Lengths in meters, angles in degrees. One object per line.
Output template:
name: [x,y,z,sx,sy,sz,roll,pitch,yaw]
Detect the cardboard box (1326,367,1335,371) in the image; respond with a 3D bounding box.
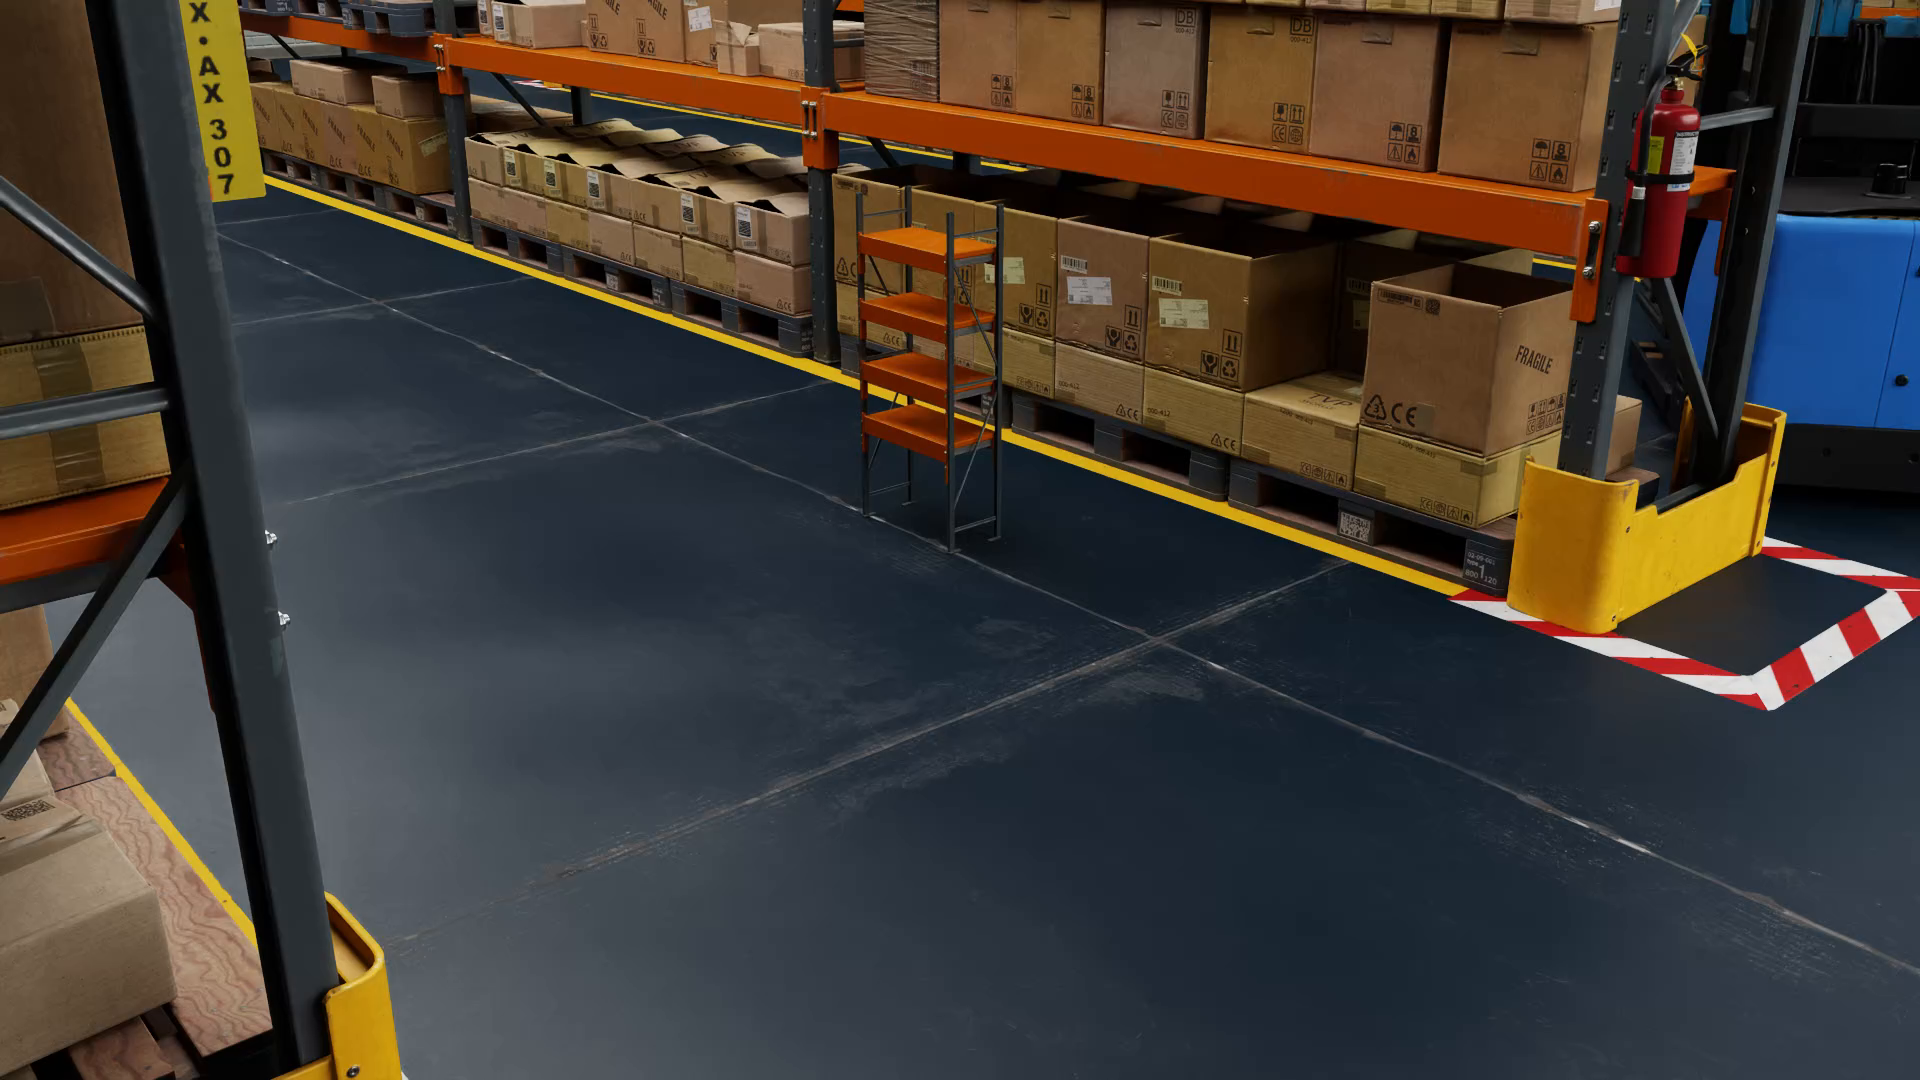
cardboard box: [1.465,-0.675,6.789,0.500,0.250,0.500,-17,27,-37]

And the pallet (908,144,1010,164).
pallet: [0.289,-3.581,14.837,1.003,0.211,1.213,-17,27,-37]

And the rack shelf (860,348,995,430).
rack shelf: [-0.108,-0.542,5.907,0.258,0.148,0.480,-17,27,-37]

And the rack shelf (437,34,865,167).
rack shelf: [-1.615,-2.606,9.510,1.077,0.370,4.000,-17,27,-37]

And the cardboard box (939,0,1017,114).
cardboard box: [0.334,-2.169,7.273,0.700,0.500,0.500,-18,28,-38]

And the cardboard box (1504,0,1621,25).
cardboard box: [1.908,-1.692,5.164,0.380,0.149,0.250,-18,28,-38]

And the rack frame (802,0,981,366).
rack frame: [-0.309,-2.388,7.968,1.000,3.000,0.127,-17,27,-37]

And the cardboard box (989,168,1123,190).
cardboard box: [0.477,-1.436,7.702,0.500,0.500,0.500,-17,27,-37]

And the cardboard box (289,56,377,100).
cardboard box: [-4.747,-3.521,12.656,0.500,0.250,0.500,-17,27,-37]

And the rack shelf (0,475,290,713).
rack shelf: [-2.754,-0.320,3.675,1.077,0.370,4.000,-17,27,-37]

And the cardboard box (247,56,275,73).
cardboard box: [-6.761,-4.159,15.309,0.797,0.503,0.637,-17,27,-37]

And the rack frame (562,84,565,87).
rack frame: [-4.387,-6.882,19.441,1.000,3.000,0.127,-17,27,-37]

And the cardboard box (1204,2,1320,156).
cardboard box: [1.341,-1.744,6.187,0.700,0.500,0.500,-17,27,-37]

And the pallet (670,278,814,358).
pallet: [-0.820,-1.284,8.973,1.003,0.211,1.213,-17,27,-37]

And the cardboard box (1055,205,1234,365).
cardboard box: [0.737,-1.036,6.682,0.500,0.500,0.500,-17,27,-37]

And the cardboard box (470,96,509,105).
cardboard box: [-3.670,-3.011,12.383,0.500,0.500,0.500,-18,28,-38]

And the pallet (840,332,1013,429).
pallet: [0.178,-0.860,7.891,1.003,0.211,1.213,-17,27,-37]

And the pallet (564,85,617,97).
pallet: [-3.878,-5.346,19.344,1.003,0.211,1.213,-17,27,-37]

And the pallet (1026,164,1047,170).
pallet: [1.311,-3.150,13.736,1.003,0.211,1.213,-17,27,-37]

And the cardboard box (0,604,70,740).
cardboard box: [-2.645,0.272,4.002,0.700,0.500,0.500,-20,29,-41]

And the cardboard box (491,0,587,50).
cardboard box: [-2.483,-3.159,10.058,0.500,0.311,0.500,-18,28,-38]

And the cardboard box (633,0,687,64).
cardboard box: [-1.469,-2.935,9.227,0.500,0.500,0.500,-17,27,-37]

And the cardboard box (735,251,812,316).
cardboard box: [-0.799,-1.349,8.510,0.500,0.250,0.500,-18,28,-38]

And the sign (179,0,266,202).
sign: [-1.038,-0.635,2.305,0.100,0.325,0.005,-17,27,-37]

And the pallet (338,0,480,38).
pallet: [-3.416,-3.575,11.260,1.213,0.211,1.003,-17,27,-37]

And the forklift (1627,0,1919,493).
forklift: [3.718,-2.027,7.140,1.130,2.935,3.031,4,22,11]

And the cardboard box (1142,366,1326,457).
cardboard box: [1.065,-0.549,6.467,0.500,0.250,0.500,-17,27,-37]

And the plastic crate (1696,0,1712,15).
plastic crate: [4.374,-3.256,10.388,0.499,0.251,0.616,-17,27,-37]

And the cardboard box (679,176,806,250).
cardboard box: [-1.135,-1.750,8.766,0.500,0.311,0.500,-17,27,-36]

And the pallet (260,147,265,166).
pallet: [-5.979,-3.490,14.605,1.003,0.211,1.213,-17,27,-37]

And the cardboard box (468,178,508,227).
cardboard box: [-2.801,-2.194,10.667,0.500,0.250,0.500,-18,27,-38]

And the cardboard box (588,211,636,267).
cardboard box: [-1.794,-1.771,9.588,0.500,0.250,0.500,-17,27,-36]

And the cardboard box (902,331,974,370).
cardboard box: [0.086,-0.964,7.526,0.500,0.250,0.500,-17,27,-37]

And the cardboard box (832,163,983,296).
cardboard box: [-0.244,-1.450,7.739,0.500,0.500,0.500,-17,27,-37]

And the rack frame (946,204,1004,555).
rack frame: [0.051,-0.537,5.710,0.240,1.200,0.015,-17,27,-37]

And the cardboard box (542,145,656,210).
cardboard box: [-2.120,-2.170,9.838,0.500,0.311,0.500,-18,28,-39]

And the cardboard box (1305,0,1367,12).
cardboard box: [1.407,-1.904,5.707,0.380,0.149,0.250,-17,27,-37]

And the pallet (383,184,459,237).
pallet: [-3.379,-2.410,11.848,1.003,0.211,1.213,-17,27,-37]

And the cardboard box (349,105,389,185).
cardboard box: [-4.046,-2.880,12.048,0.500,0.500,0.500,-19,28,-39]

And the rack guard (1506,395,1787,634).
rack guard: [2.318,-0.113,5.586,1.175,0.500,0.348,-17,27,-37]

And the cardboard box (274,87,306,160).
cardboard box: [-5.043,-3.303,13.128,0.500,0.500,0.500,-17,27,-37]

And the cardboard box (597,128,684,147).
cardboard box: [-2.048,-2.442,10.530,0.500,0.311,0.500,-18,28,-38]

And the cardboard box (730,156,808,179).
cardboard box: [-1.052,-2.020,9.455,0.500,0.311,0.500,-19,28,-39]

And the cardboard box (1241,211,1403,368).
cardboard box: [1.456,-1.021,6.645,0.500,0.500,0.500,-17,27,-37]

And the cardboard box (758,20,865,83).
cardboard box: [-0.664,-2.444,8.317,0.500,0.250,0.500,-15,26,-34]

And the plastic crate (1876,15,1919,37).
plastic crate: [5.084,-2.640,8.815,0.499,0.251,0.408,-17,27,-37]

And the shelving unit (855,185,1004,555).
shelving unit: [-0.108,-0.604,5.882,0.258,1.200,0.503,-17,27,-37]

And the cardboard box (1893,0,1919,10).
cardboard box: [7.618,-4.296,13.184,0.380,0.149,0.250,-17,27,-37]
